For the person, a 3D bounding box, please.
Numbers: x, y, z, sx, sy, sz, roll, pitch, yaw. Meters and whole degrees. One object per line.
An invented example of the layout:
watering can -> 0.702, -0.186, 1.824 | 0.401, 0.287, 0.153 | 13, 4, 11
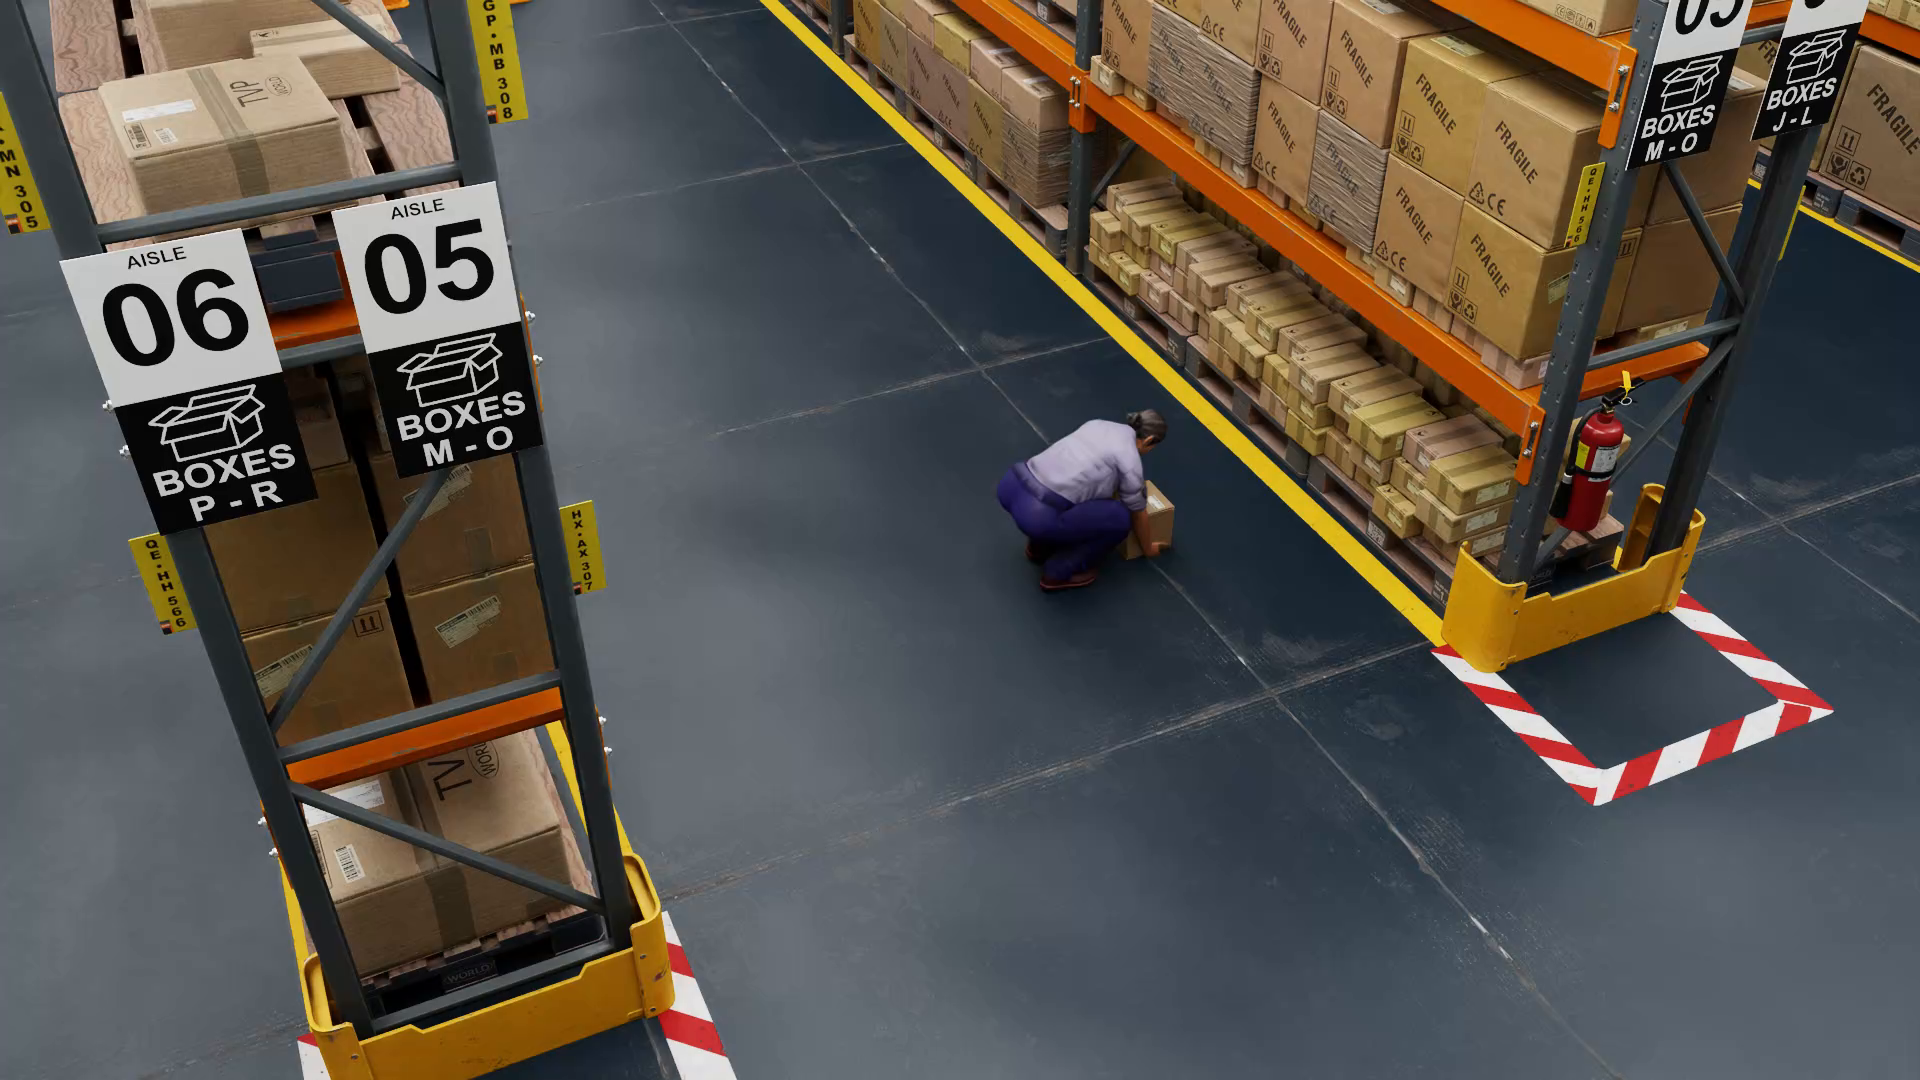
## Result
person -> 0.599, -0.196, 7.889 | 0.878, 0.755, 0.496 | -17, 41, -21
